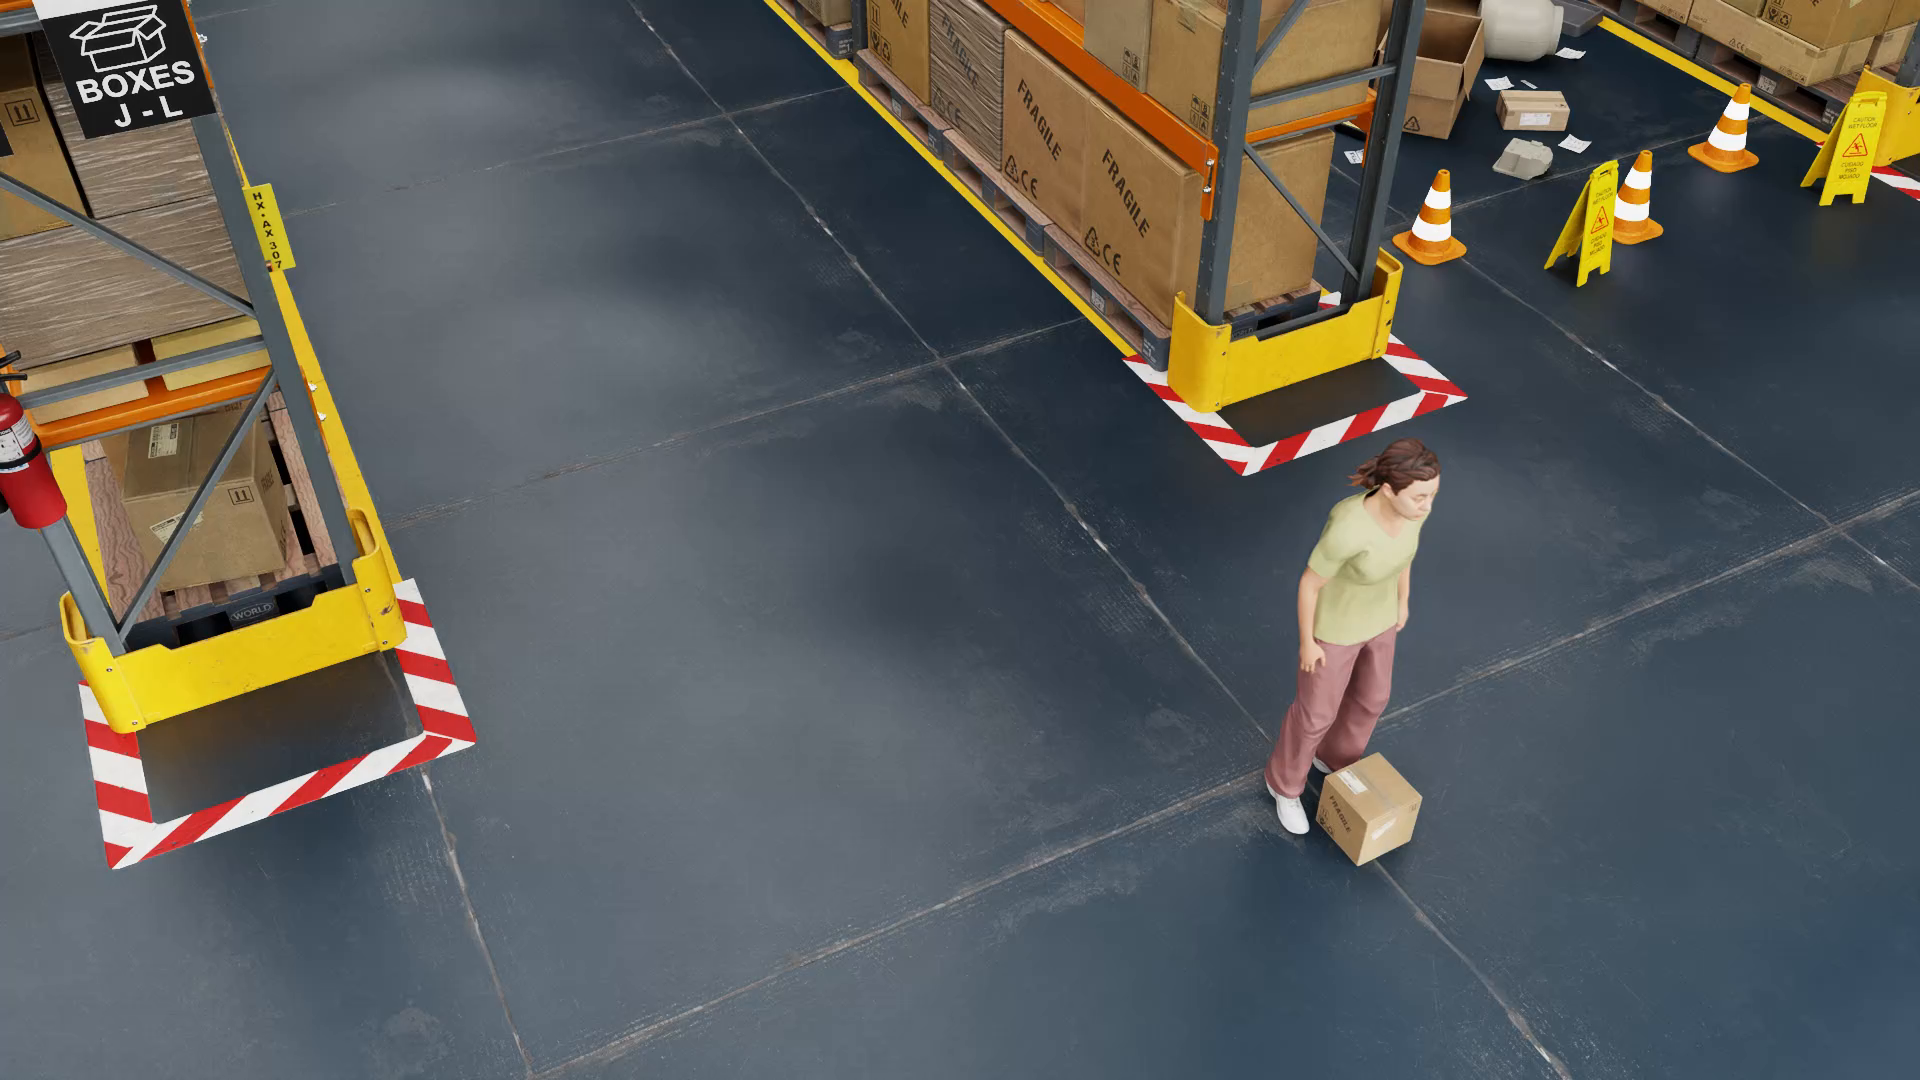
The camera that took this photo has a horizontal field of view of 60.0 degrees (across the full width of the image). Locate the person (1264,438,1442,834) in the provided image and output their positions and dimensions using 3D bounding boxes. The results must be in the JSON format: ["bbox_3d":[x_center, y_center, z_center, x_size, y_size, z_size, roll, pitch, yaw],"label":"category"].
[{"bbox_3d":[1.381,0.310,5.810,0.517,1.671,0.362,-22,46,-23],"label":"person"}]
